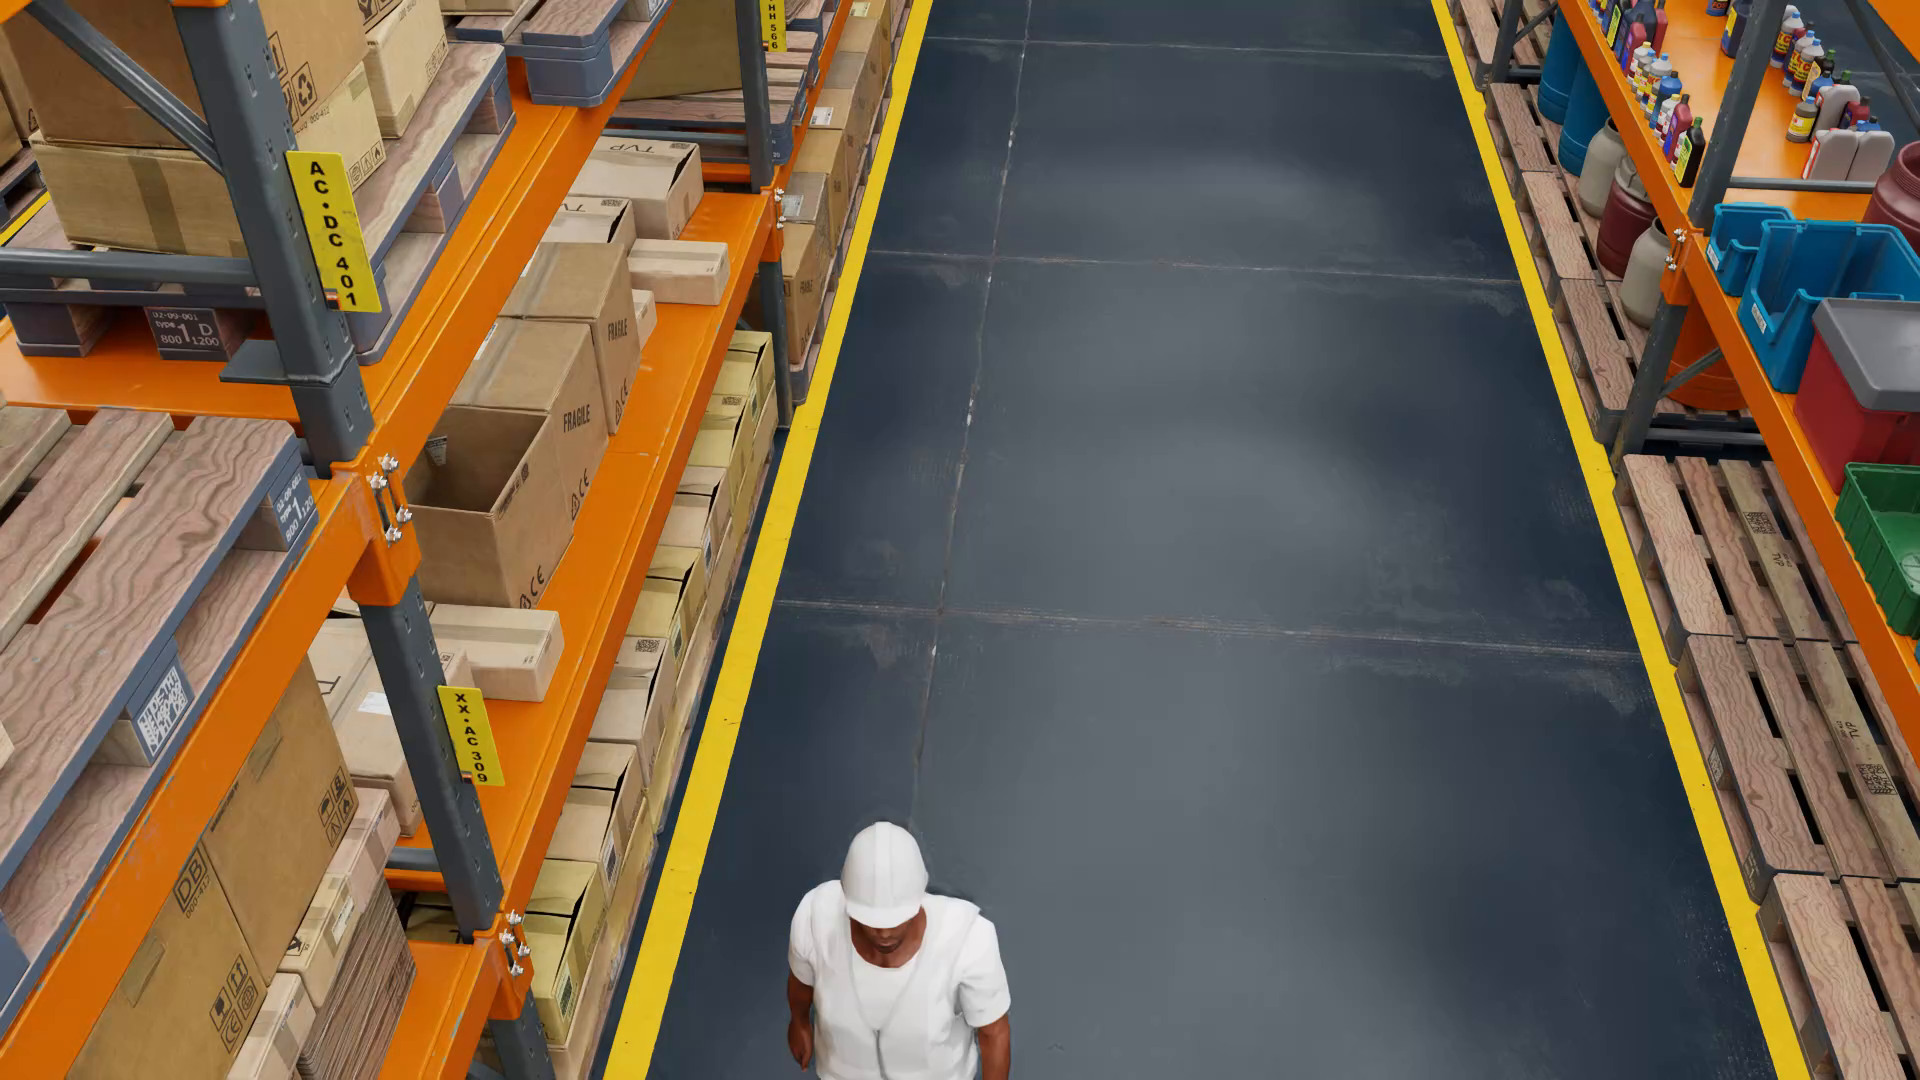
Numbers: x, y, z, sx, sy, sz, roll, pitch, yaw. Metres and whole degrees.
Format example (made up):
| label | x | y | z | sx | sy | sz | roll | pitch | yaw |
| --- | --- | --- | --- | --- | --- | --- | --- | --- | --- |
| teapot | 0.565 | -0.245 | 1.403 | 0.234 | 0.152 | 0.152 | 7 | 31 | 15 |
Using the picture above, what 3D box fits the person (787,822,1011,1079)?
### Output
| label | x | y | z | sx | sy | sz | roll | pitch | yaw |
| --- | --- | --- | --- | --- | --- | --- | --- | --- | --- |
| person | -0.181 | 1.460 | 4.391 | 0.623 | 1.795 | 0.754 | 2 | 40 | 3 |
